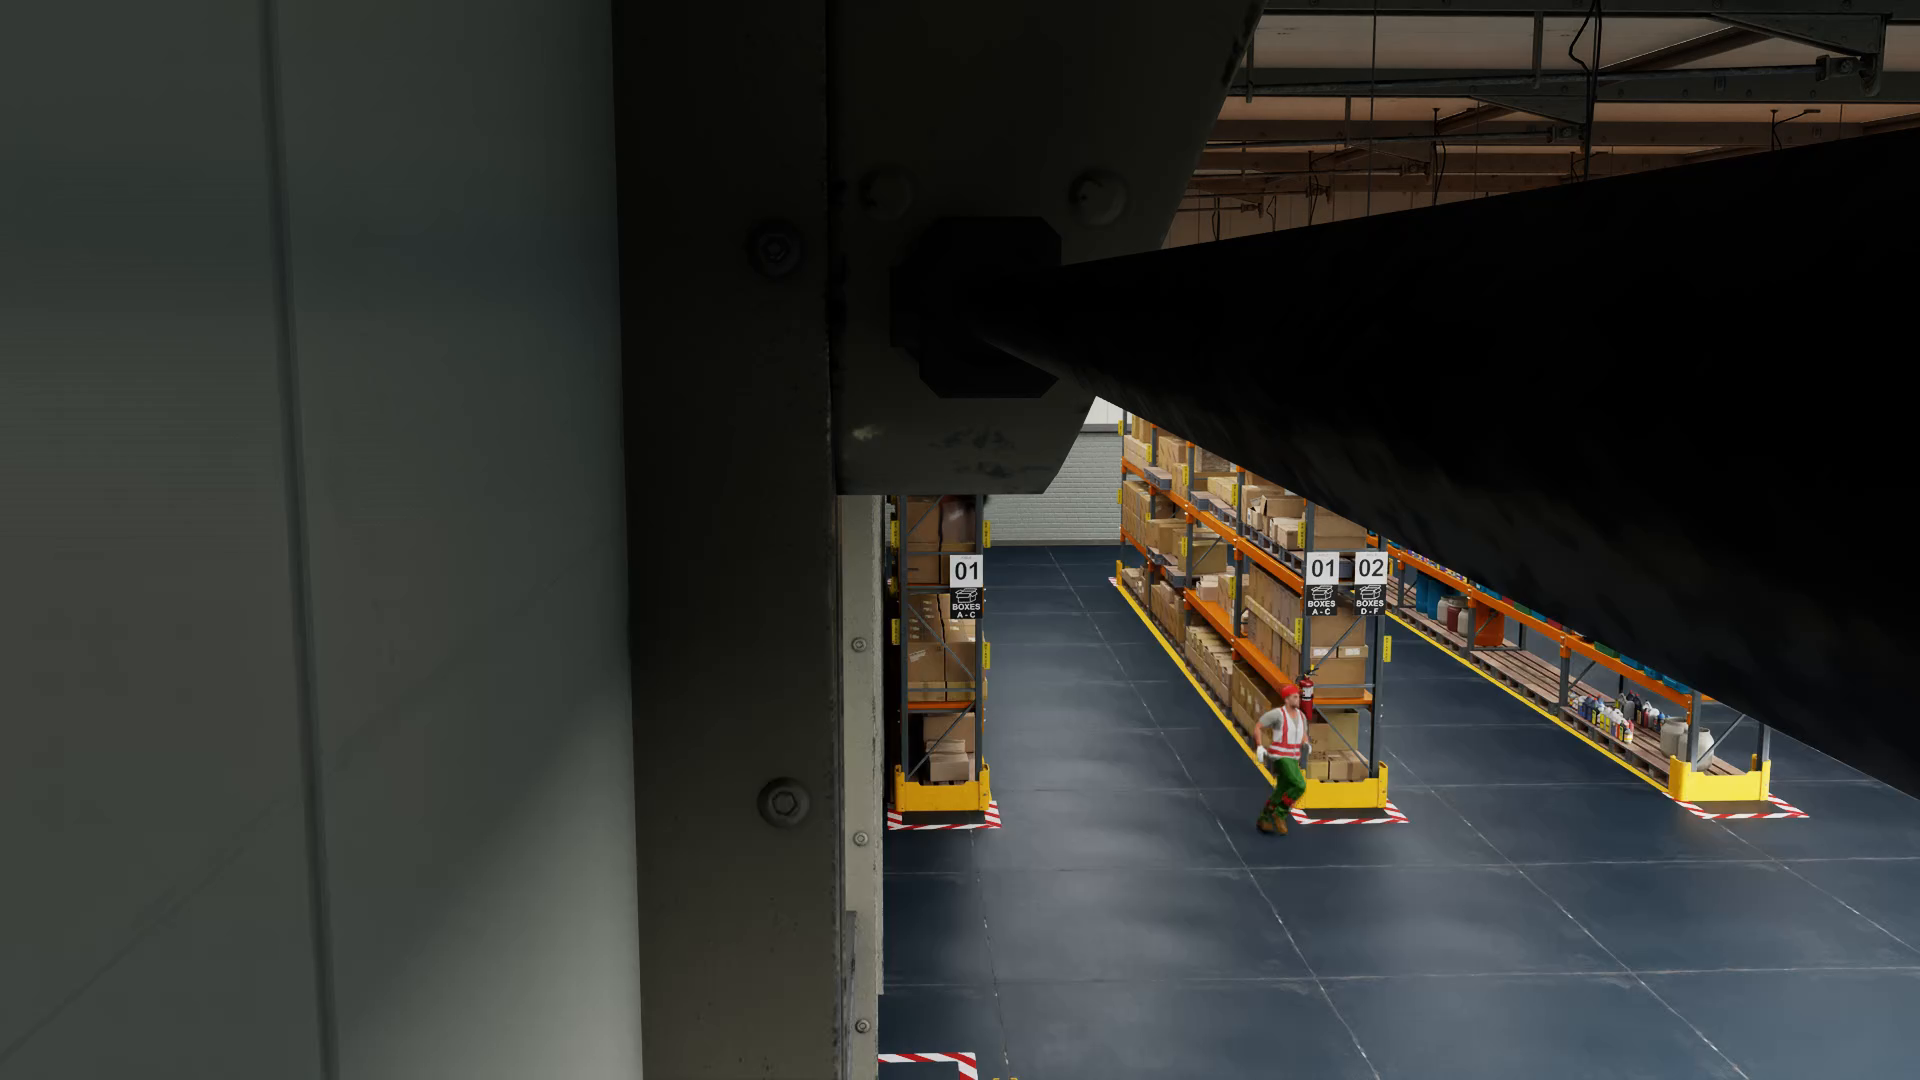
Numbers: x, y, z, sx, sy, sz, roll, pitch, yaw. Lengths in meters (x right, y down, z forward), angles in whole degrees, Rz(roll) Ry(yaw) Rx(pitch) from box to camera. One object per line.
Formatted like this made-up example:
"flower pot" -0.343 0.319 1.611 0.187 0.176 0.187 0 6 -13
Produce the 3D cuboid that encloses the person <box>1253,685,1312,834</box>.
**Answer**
"person" 3.881 2.577 19.615 0.694 1.715 0.652 -7 11 -41
